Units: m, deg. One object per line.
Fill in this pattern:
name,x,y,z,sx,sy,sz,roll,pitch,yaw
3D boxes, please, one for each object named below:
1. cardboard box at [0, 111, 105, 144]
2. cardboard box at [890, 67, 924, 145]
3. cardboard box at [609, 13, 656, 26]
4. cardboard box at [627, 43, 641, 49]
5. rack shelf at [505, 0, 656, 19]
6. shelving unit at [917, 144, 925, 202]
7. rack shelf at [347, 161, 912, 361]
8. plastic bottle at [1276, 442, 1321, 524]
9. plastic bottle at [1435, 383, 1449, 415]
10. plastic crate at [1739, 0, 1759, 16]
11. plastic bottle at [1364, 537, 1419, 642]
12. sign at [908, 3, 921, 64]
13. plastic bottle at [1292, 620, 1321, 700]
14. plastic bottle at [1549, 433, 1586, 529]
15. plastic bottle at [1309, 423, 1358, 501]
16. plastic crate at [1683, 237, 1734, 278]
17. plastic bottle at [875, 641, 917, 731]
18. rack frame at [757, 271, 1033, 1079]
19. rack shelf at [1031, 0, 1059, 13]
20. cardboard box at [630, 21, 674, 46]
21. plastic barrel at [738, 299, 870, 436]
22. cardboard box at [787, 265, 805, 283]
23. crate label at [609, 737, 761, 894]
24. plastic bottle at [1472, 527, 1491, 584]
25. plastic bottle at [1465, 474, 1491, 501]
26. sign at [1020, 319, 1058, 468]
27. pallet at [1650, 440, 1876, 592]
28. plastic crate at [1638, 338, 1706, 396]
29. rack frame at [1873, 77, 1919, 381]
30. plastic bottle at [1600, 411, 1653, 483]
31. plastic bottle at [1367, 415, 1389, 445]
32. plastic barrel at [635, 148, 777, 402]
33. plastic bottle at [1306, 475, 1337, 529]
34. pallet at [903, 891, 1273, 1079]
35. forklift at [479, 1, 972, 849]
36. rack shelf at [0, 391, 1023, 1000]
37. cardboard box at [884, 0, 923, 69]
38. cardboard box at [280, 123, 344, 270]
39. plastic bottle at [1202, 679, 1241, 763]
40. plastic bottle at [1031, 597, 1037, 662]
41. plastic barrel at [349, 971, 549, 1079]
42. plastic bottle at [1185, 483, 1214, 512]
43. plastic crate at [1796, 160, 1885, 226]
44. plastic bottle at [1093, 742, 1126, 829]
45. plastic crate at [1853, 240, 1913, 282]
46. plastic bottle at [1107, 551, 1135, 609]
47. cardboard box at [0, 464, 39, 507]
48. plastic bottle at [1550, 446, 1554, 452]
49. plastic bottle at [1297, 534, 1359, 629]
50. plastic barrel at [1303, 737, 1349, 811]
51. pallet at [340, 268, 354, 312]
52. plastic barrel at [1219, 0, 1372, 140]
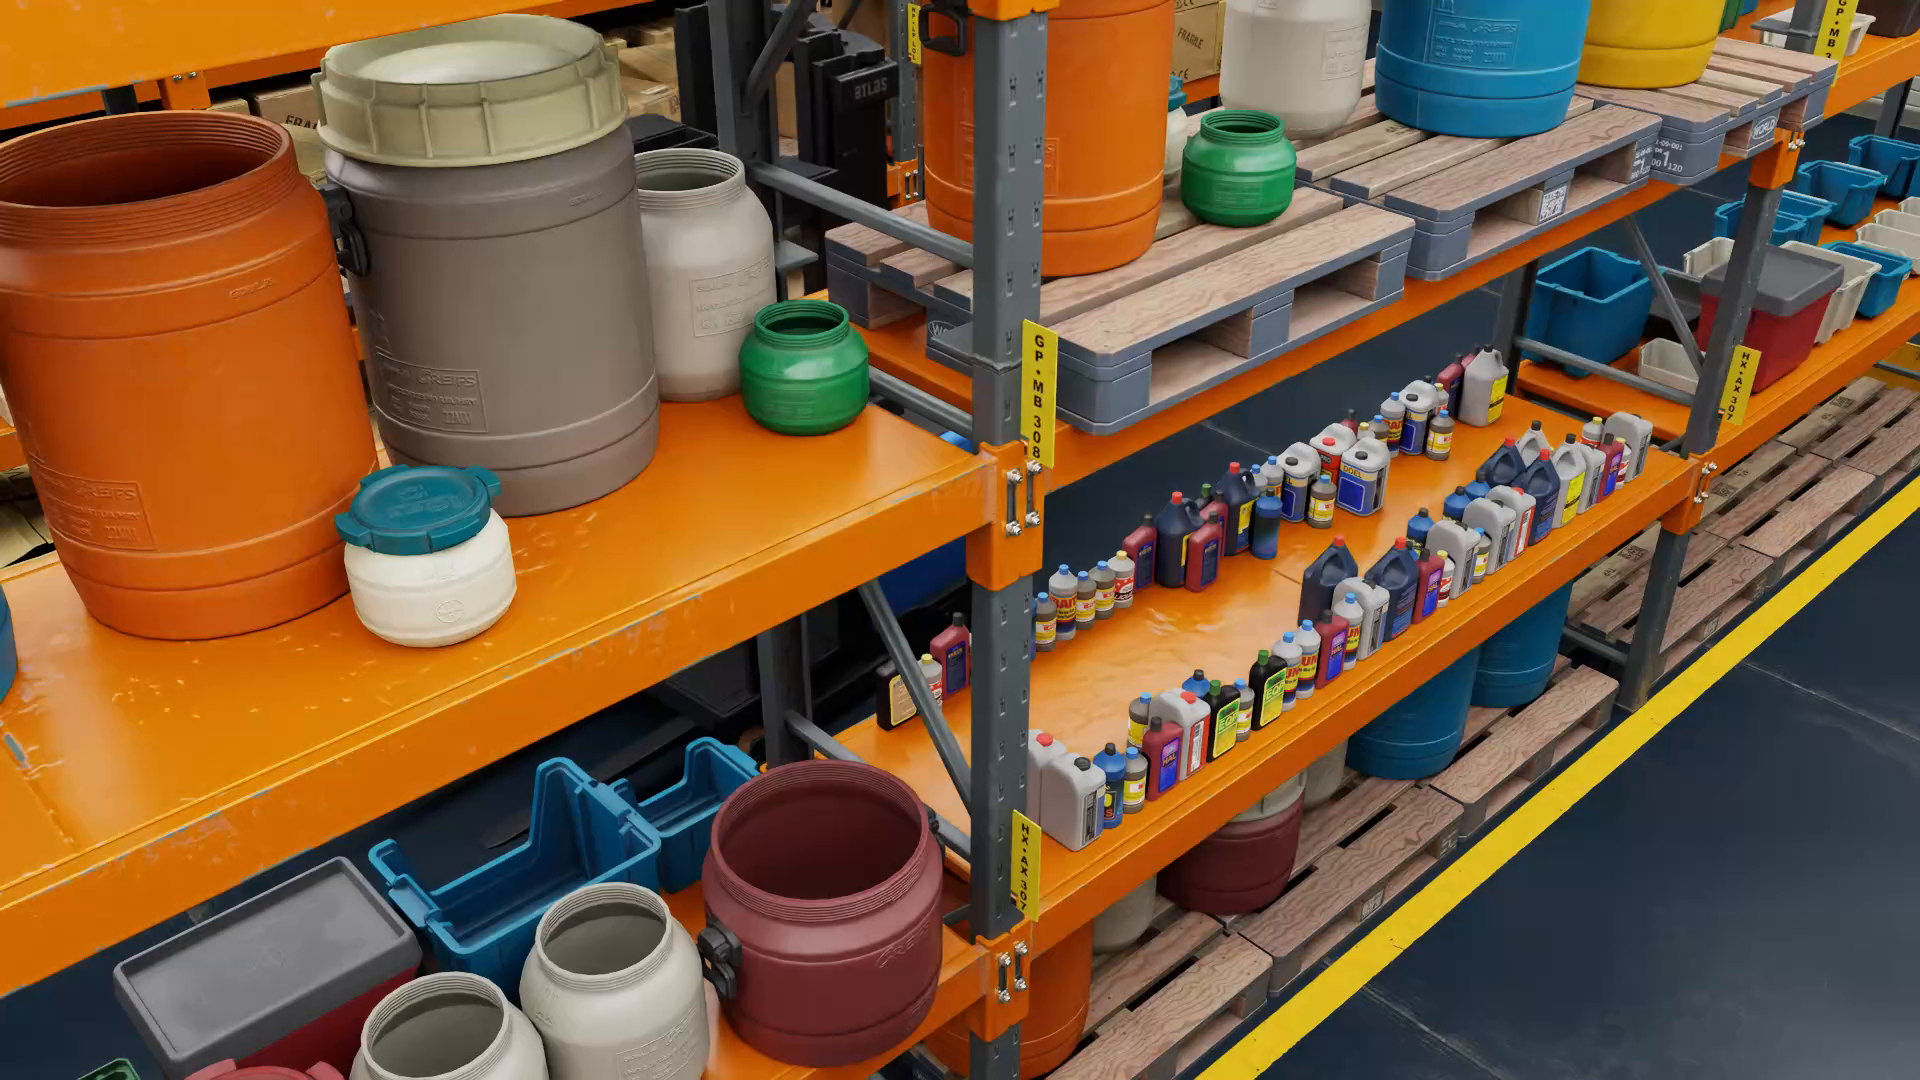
cardboard box,-6.316,-2.551,11.704,0.750,0.750,0.750,-26,40,-36
cardboard box,-0.082,-2.722,10.231,0.500,0.500,0.500,-25,39,-34
cardboard box,-2.871,-4.508,14.618,0.250,0.149,0.380,-25,40,-35
cardboard box,-3.023,-4.013,14.430,0.500,0.500,0.700,-26,40,-36
rack shelf,-2.545,-4.899,14.577,4.000,0.370,1.077,-26,40,-35
shelving unit,0.121,-0.955,8.298,0.503,2.100,0.431,-26,40,-35
rack shelf,-2.107,-1.587,9.159,4.000,0.370,1.077,-26,40,-35
plastic bottle,1.277,-0.225,6.361,0.135,0.276,0.152,-26,40,-35
plastic bottle,1.996,-0.560,6.981,0.097,0.201,0.097,0,31,0
plastic crate,3.175,-2.360,7.020,0.300,0.233,0.416,-26,40,-35
plastic bottle,1.465,0.156,5.667,0.185,0.351,0.144,-26,40,-35
sign,-0.261,-2.886,9.485,0.005,0.325,0.100,-26,40,-35
plastic bottle,1.110,0.378,5.379,0.097,0.271,0.097,0,31,0
plastic bottle,2.273,-0.235,6.306,0.185,0.351,0.144,-26,40,-35
plastic bottle,1.447,-0.307,6.496,0.135,0.276,0.152,-26,40,-35
plastic crate,3.797,-1.353,8.282,0.466,0.136,0.293,-26,40,-35
plastic bottle,-0.202,0.455,5.243,0.133,0.283,0.061,-26,40,-35
rack frame,-0.209,0.712,4.711,0.127,3.000,1.000,-26,40,-35
rack shelf,1.258,-2.079,4.598,4.000,0.370,1.077,-26,40,-35
cardboard box,-2.636,-4.349,14.359,0.250,0.149,0.380,-27,41,-37
plastic barrel,-0.355,-0.394,3.793,0.294,0.245,0.294,0,31,0
cardboard box,-0.808,-1.440,10.204,0.500,0.500,0.500,-26,40,-36
crate label,-0.772,0.789,4.744,0.416,0.233,0.303,-26,40,-35
plastic bottle,1.853,0.049,5.985,0.097,0.201,0.097,0,31,0
plastic bottle,1.919,-0.121,6.196,0.097,0.271,0.097,0,31,0
sign,0.171,-0.315,3.615,0.005,0.325,0.100,-26,40,-35
pallet,4.132,-0.228,8.920,1.213,0.211,1.003,-26,40,-35
plastic crate,3.163,-0.731,7.265,0.243,0.136,0.396,-26,40,-35
rack frame,5.658,-2.126,9.351,0.127,3.000,1.000,-26,40,-35
plastic bottle,2.655,-0.391,6.632,0.135,0.276,0.152,-26,40,-35
plastic bottle,1.683,-0.409,6.734,0.097,0.201,0.097,0,31,0
plastic barrel,-0.645,-0.623,3.910,0.421,0.512,0.421,0,31,0
plastic bottle,1.375,-0.152,6.314,0.097,0.201,0.097,0,31,0
pallet,0.341,1.606,5.921,1.213,0.211,1.003,-26,40,-35
forklift,-1.064,-0.582,6.893,1.130,2.935,3.031,25,39,34
rack shelf,-1.675,0.448,2.956,4.000,0.370,1.077,-26,40,-35
cardboard box,-0.104,-3.132,9.942,0.500,0.500,0.500,-25,39,-34
cardboard box,-3.189,-1.673,8.112,0.700,0.500,0.500,15,35,23
plastic bottle,0.797,0.538,5.107,0.133,0.283,0.061,-26,40,-35
plastic bottle,0.207,0.275,5.548,0.097,0.271,0.097,0,31,0
plastic barrel,-1.127,1.260,3.707,0.421,0.512,0.421,0,31,0
plastic bottle,0.869,-0.063,6.090,0.133,0.283,0.061,-26,40,-35
plastic crate,4.770,-1.885,9.060,0.300,0.233,0.416,-26,40,-35
plastic bottle,0.432,0.706,4.843,0.097,0.271,0.097,0,31,0
plastic crate,4.568,-1.363,8.299,0.250,0.136,0.298,-26,40,-35
plastic bottle,0.564,0.132,5.849,0.097,0.201,0.097,0,31,0
cardboard box,-4.537,-0.167,7.843,0.500,0.311,0.500,-27,40,-37
plastic bottle,2.289,-0.270,6.507,0.097,0.201,0.097,0,31,0
plastic bottle,1.263,0.145,5.684,0.185,0.351,0.144,-26,40,-35
plastic barrel,1.320,0.779,6.583,0.421,0.512,0.421,0,31,0
pallet,-3.124,-1.370,8.299,1.003,0.211,1.213,-26,40,-35
plastic barrel,0.989,-1.492,4.906,0.433,0.535,0.433,0,31,0
